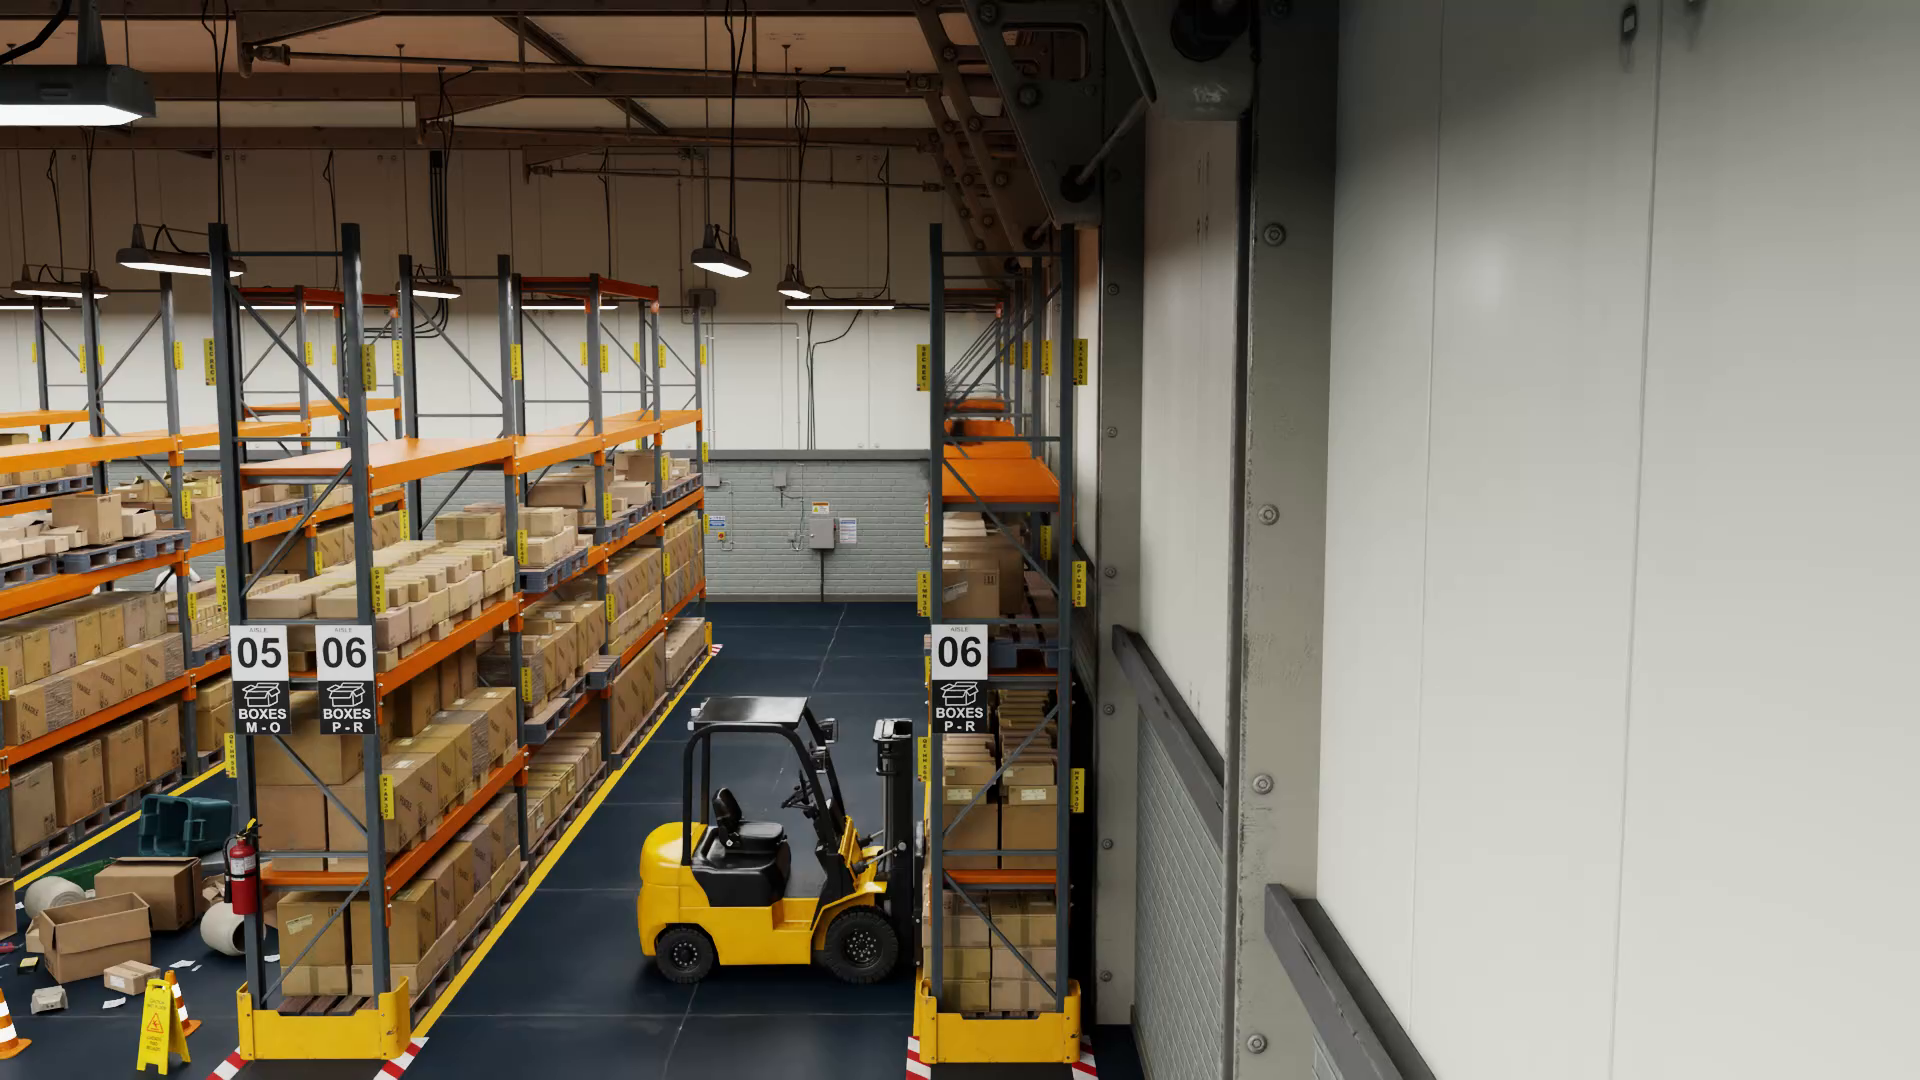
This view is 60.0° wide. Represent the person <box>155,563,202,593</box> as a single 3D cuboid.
[{"bbox_3d":[-13.024,1.089,27.782,0.732,1.738,0.638,-3,7,-26],"label":"person"}]

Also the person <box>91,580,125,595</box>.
[{"bbox_3d":[-12.819,1.344,25.057,0.679,1.798,0.988,-1,7,-7],"label":"person"}]
